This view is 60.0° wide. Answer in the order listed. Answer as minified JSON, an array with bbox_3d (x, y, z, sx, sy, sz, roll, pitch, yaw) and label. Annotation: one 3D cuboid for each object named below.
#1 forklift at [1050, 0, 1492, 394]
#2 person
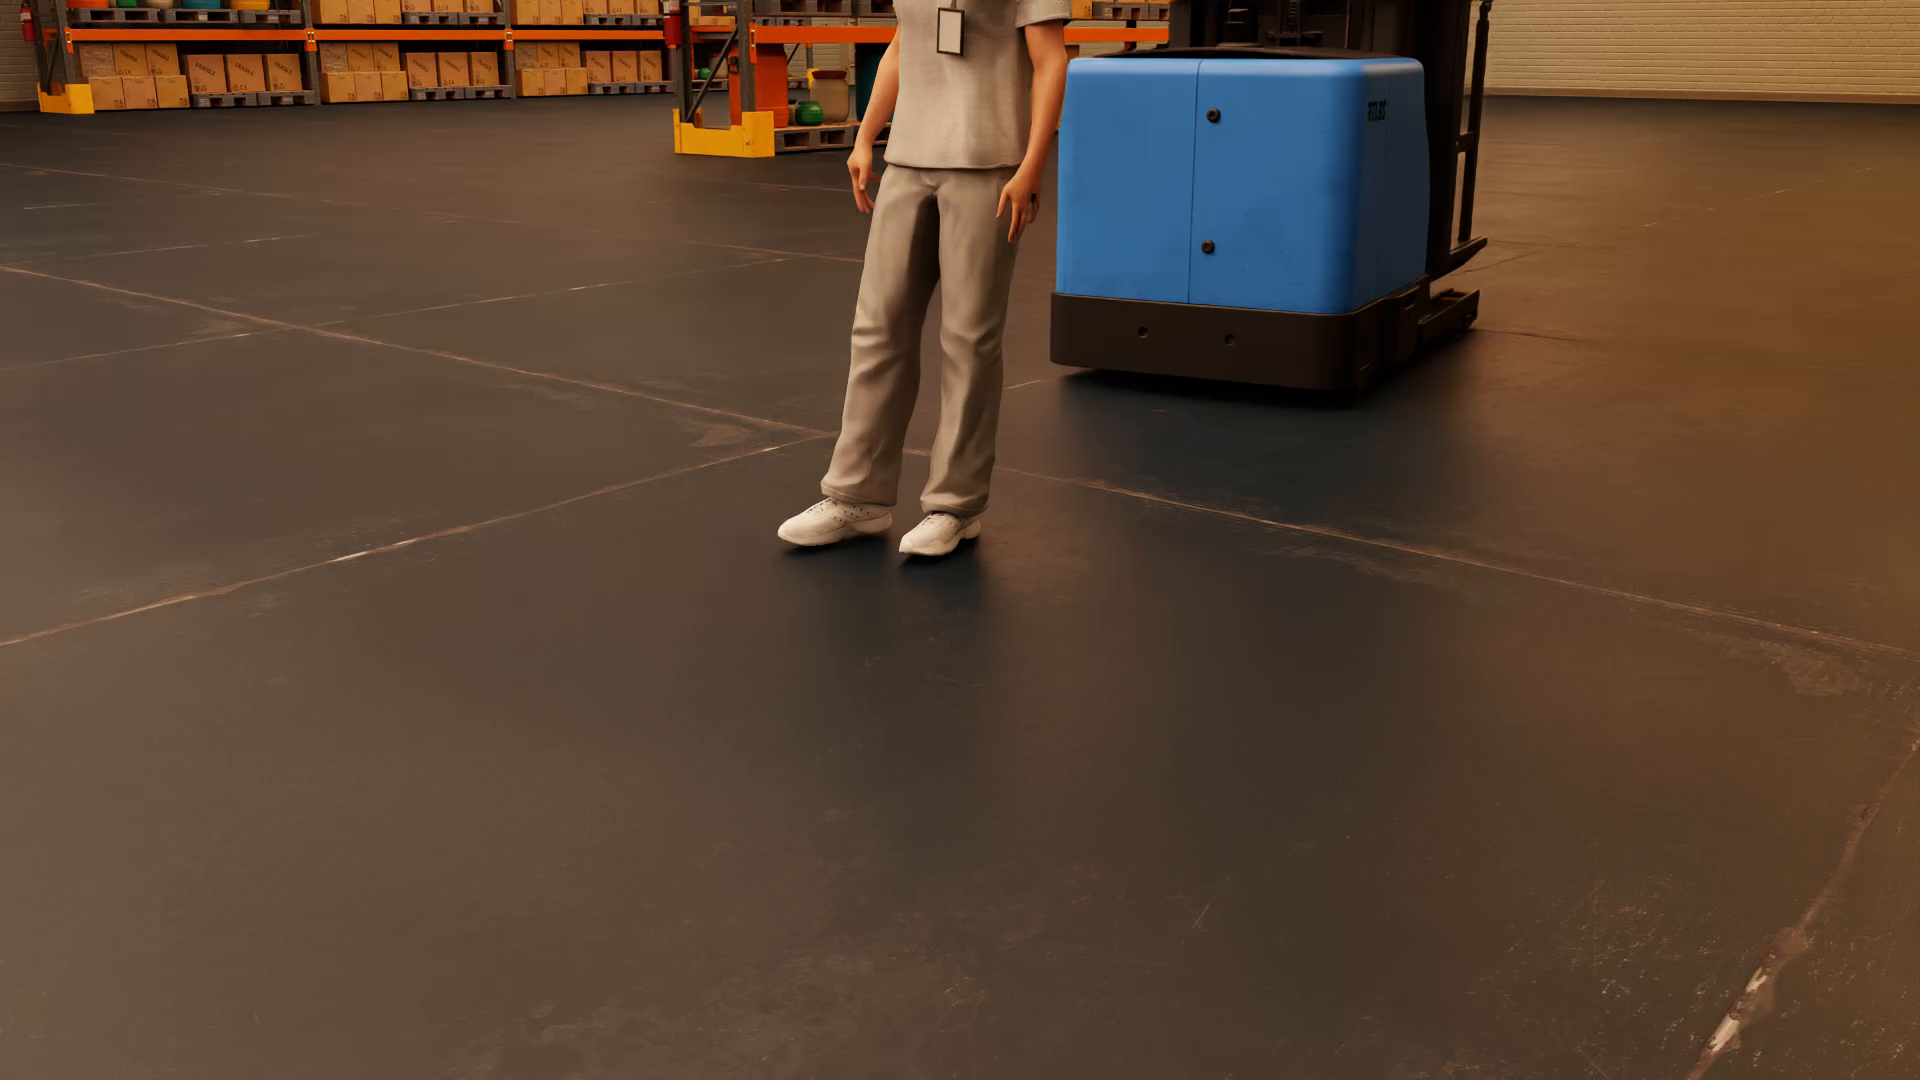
[{"bbox_3d":[1.453,-2.253,6.318,1.130,2.935,3.031,9,19,27],"label":"forklift"},{"bbox_3d":[-0.057,-0.795,3.650,0.550,1.675,0.549,13,21,37],"label":"person"}]
